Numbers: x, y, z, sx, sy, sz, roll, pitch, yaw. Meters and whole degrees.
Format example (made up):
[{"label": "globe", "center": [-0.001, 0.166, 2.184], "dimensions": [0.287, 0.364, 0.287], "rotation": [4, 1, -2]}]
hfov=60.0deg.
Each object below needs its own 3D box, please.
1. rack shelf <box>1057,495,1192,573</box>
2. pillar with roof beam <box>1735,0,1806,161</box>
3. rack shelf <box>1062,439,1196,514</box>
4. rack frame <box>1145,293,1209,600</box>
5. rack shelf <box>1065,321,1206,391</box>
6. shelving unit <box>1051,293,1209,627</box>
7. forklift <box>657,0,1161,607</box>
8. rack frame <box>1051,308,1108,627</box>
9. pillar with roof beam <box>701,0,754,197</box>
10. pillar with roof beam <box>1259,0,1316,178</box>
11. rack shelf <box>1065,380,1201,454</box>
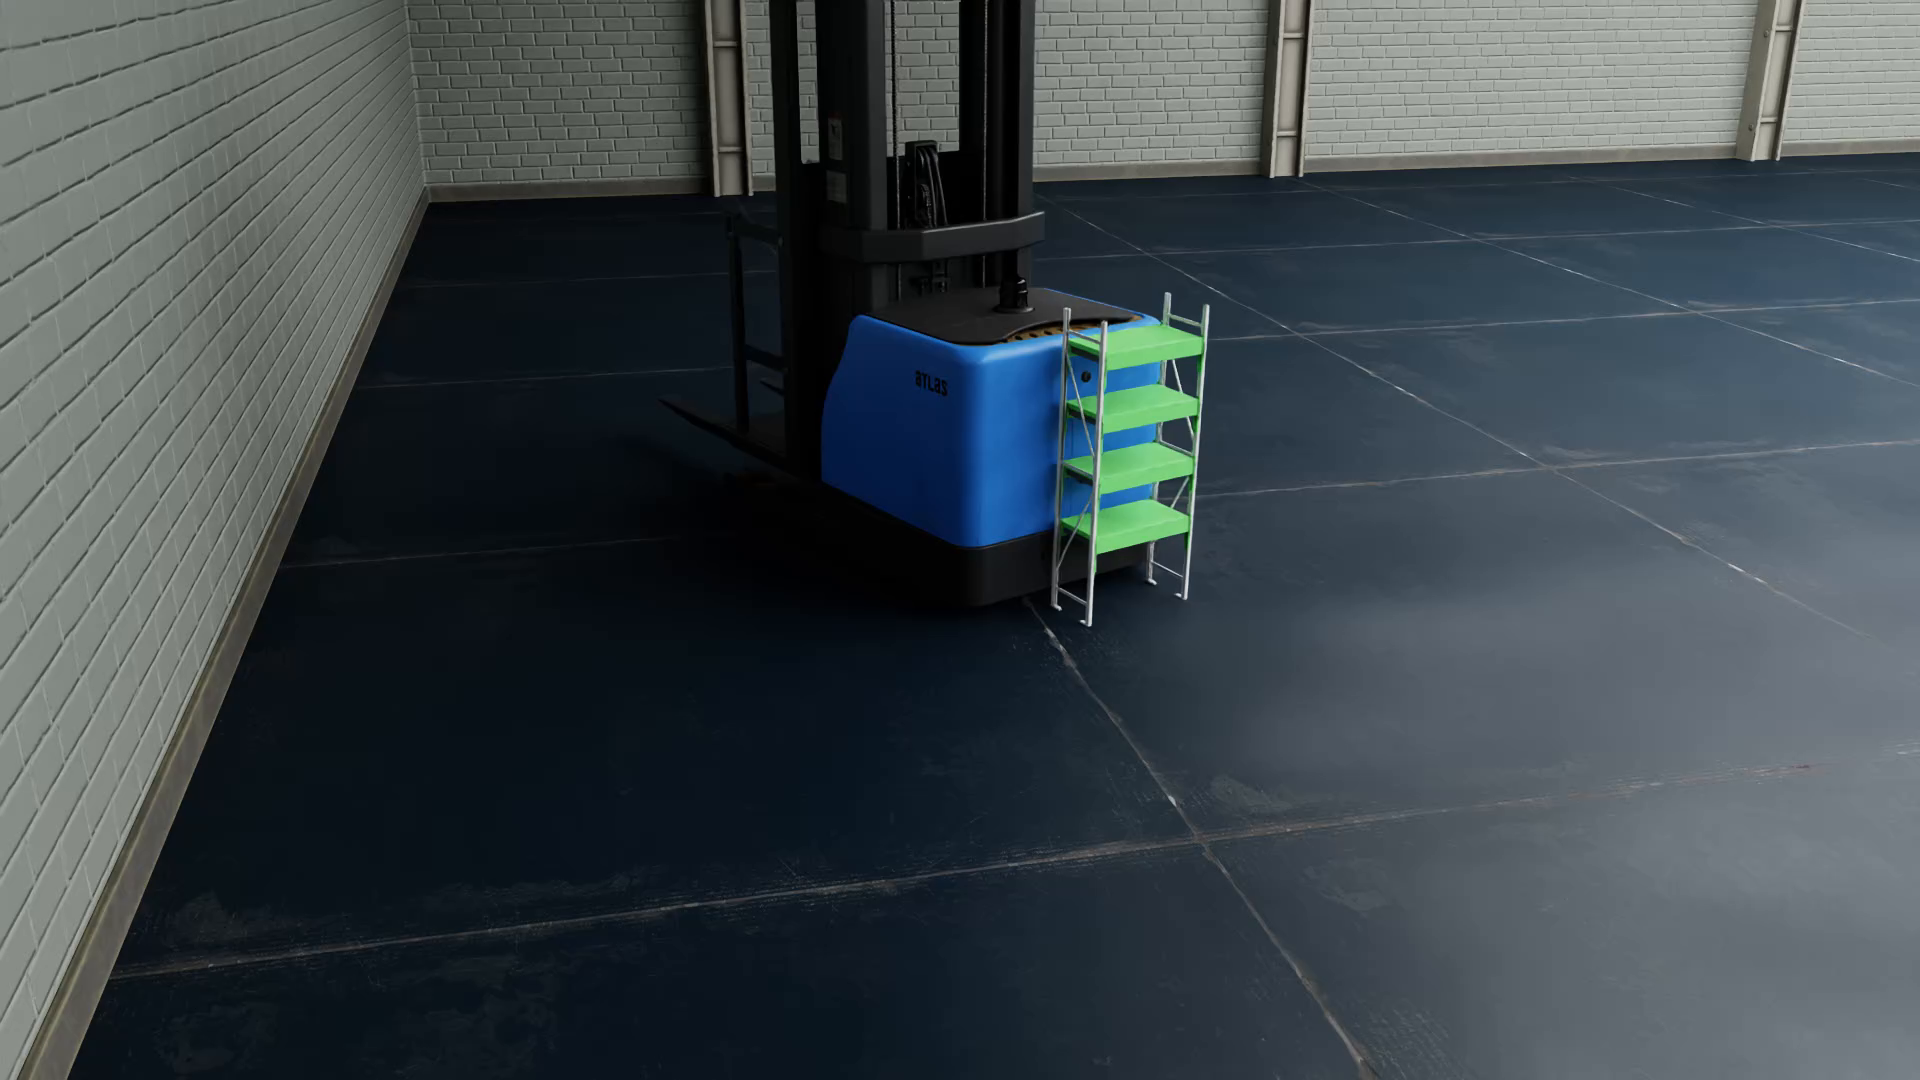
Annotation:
[{"label": "rack shelf", "center": [0.640, -0.027, 6.513], "dimensions": [0.480, 0.148, 0.258], "rotation": [-13, 26, -32]}, {"label": "pillar with roof beam", "center": [10.348, -7.261, 14.055], "dimensions": [0.400, 9.000, 9.100], "rotation": [-5, 21, -12]}, {"label": "rack shelf", "center": [0.645, -0.250, 6.423], "dimensions": [0.480, 0.148, 0.258], "rotation": [-13, 26, -32]}, {"label": "rack frame", "center": [0.848, -0.356, 6.528], "dimensions": [0.015, 1.200, 0.240], "rotation": [-13, 26, -32]}, {"label": "rack shelf", "center": [0.655, -0.695, 6.245], "dimensions": [0.480, 0.148, 0.258], "rotation": [-13, 26, -32]}, {"label": "shelving unit", "center": [0.646, -0.309, 6.400], "dimensions": [0.503, 1.200, 0.258], "rotation": [-13, 26, -32]}, {"label": "forklift", "center": [-0.438, -1.564, 7.323], "dimensions": [1.130, 2.935, 3.031], "rotation": [-14, 24, -33]}, {"label": "rack frame", "center": [0.444, -0.262, 6.271], "dimensions": [0.015, 1.200, 0.240], "rotation": [-13, 26, -32]}, {"label": "pillar with roof beam", "center": [-1.330, -6.312, 11.462], "dimensions": [0.400, 9.000, 9.100], "rotation": [-5, 21, -12]}, {"label": "pillar with roof beam", "center": [4.509, -6.786, 12.758], "dimensions": [0.400, 9.000, 9.100], "rotation": [-5, 21, -12]}, {"label": "rack shelf", "center": [0.650, -0.472, 6.334], "dimensions": [0.480, 0.148, 0.258], "rotation": [-13, 26, -32]}]
